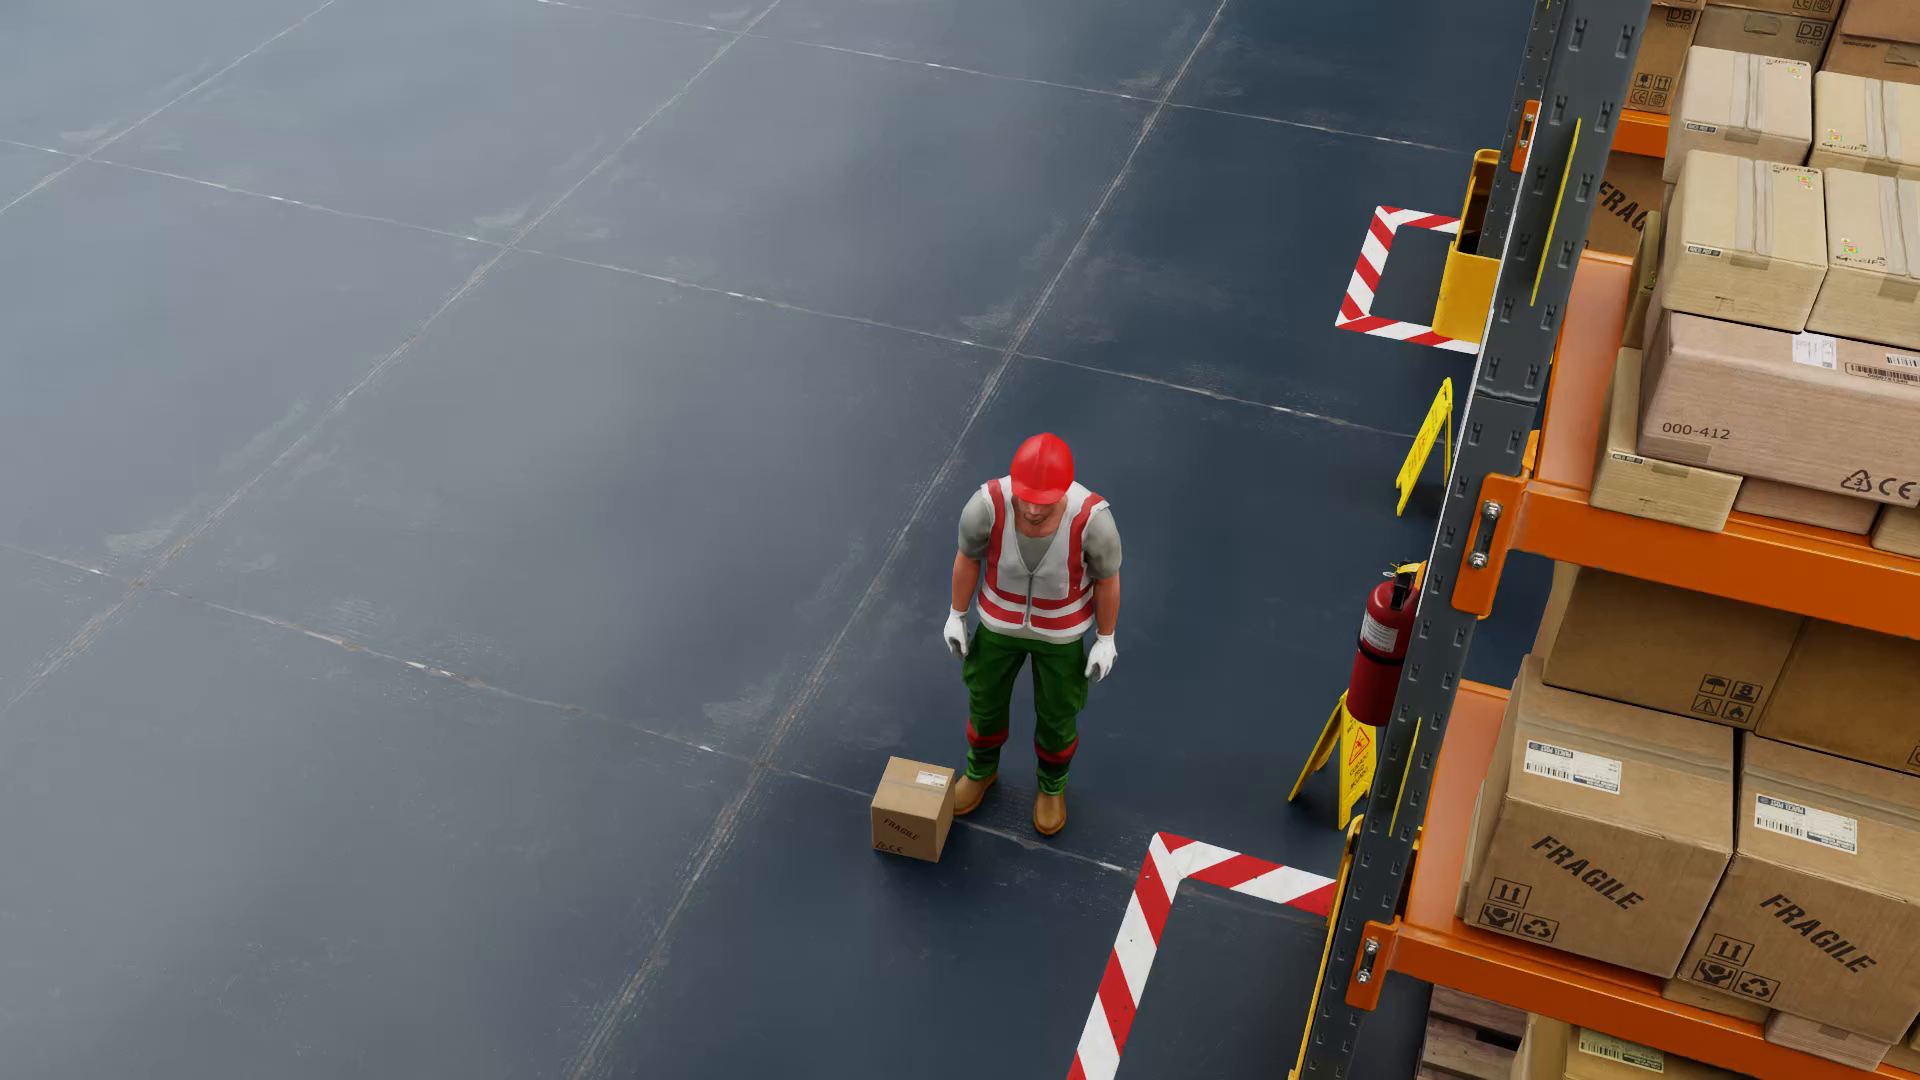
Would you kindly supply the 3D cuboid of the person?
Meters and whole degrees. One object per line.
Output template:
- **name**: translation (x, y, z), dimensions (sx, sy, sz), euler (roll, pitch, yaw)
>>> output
- **person**: translation (0.246, 0.319, 5.782), dimensions (0.614, 1.778, 0.453), euler (9, 42, 10)
